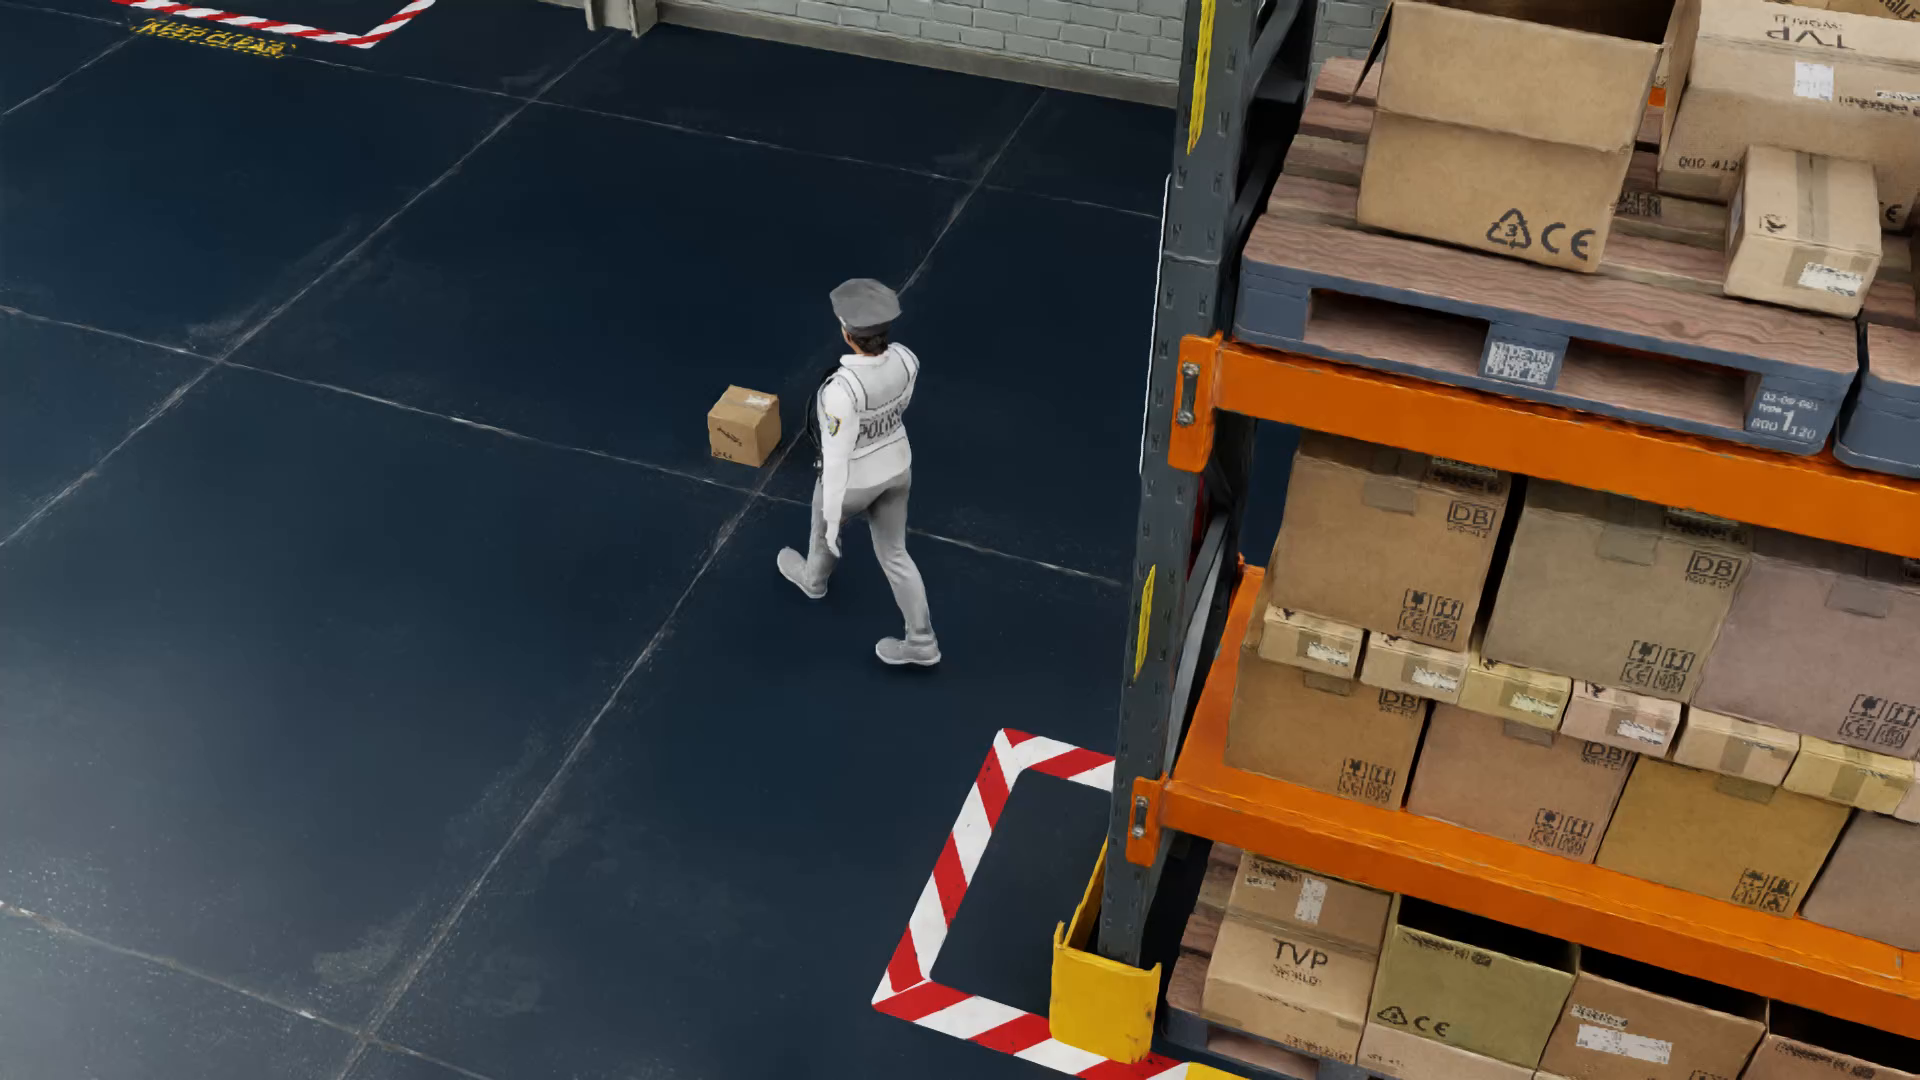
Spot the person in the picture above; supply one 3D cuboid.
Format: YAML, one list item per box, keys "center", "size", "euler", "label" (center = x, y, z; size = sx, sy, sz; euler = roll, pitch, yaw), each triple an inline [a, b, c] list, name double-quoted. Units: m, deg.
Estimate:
- center: [-0.424, -0.278, 6.470]
  size: [0.557, 1.615, 0.940]
  euler: [-31, 50, -30]
  label: "person"
